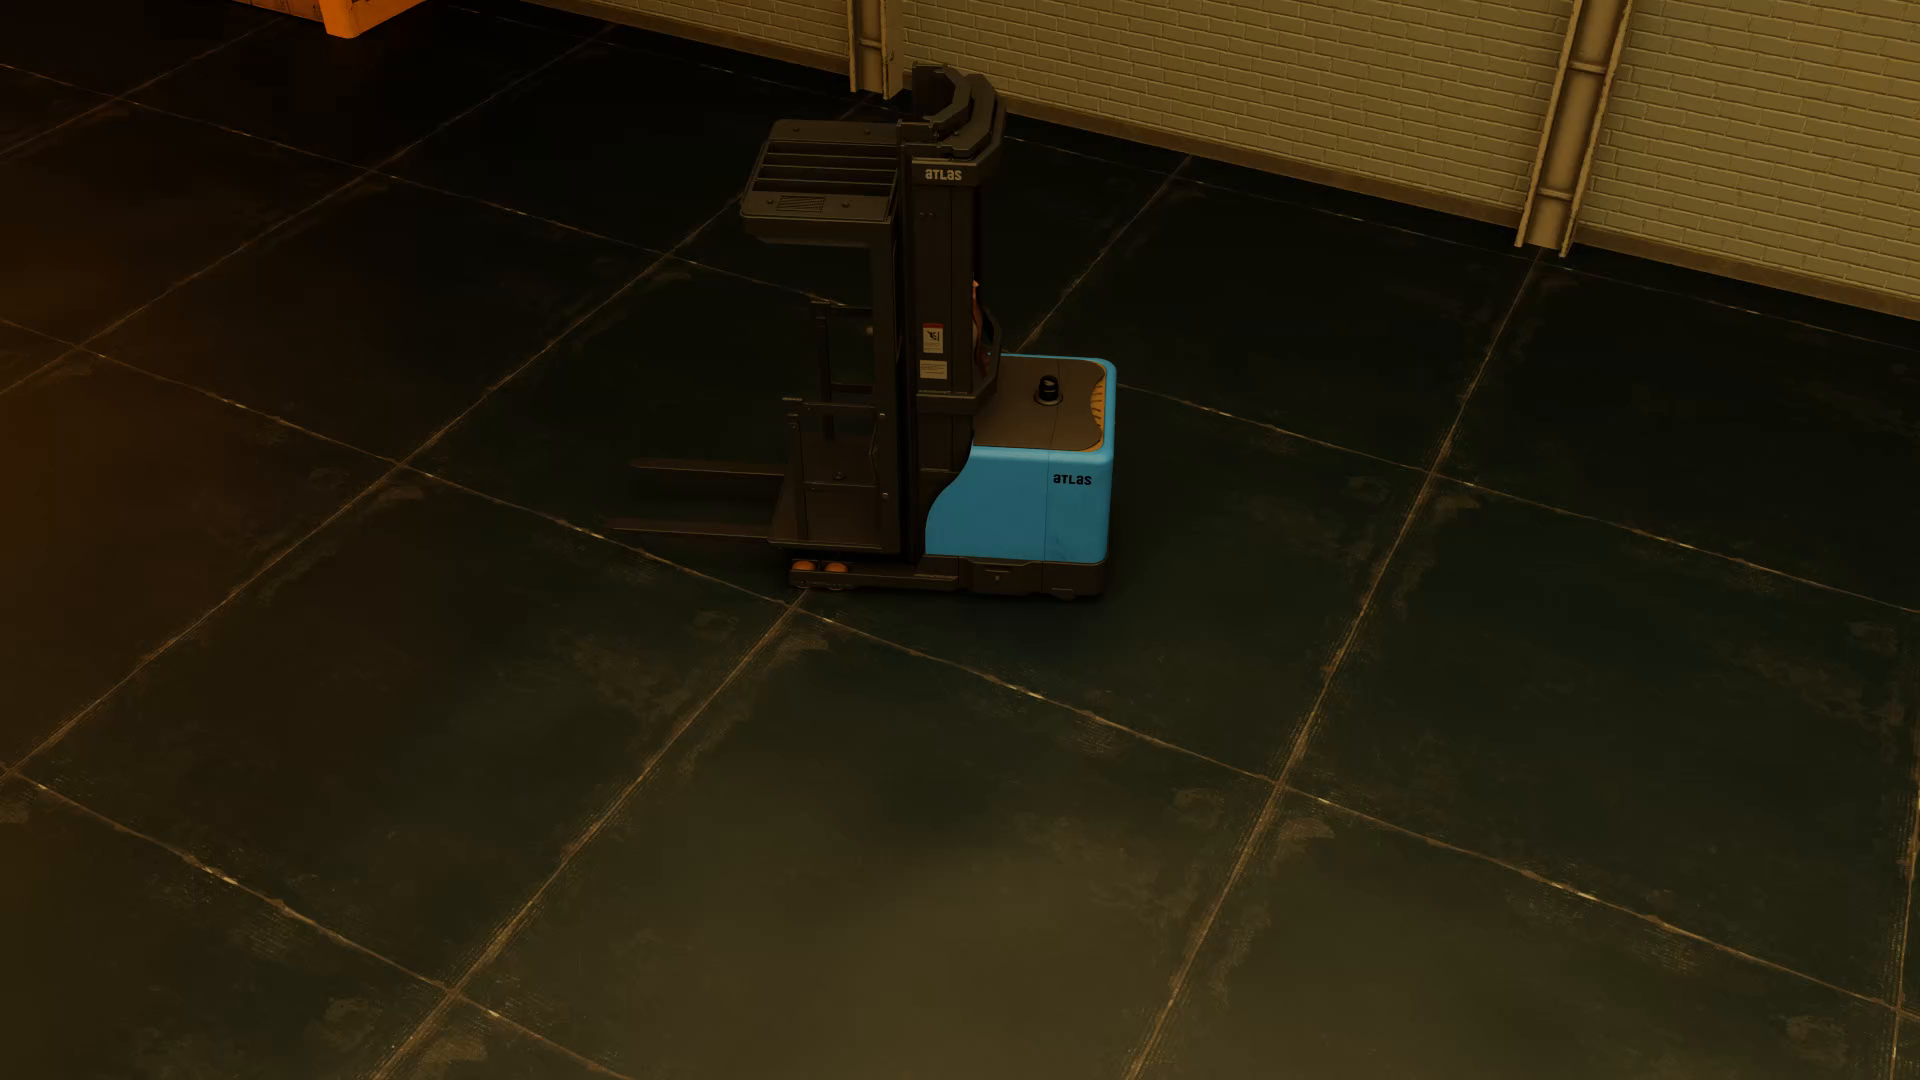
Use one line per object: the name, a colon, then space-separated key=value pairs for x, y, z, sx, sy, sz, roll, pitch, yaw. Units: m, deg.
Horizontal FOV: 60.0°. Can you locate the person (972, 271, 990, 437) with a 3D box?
person: x=0.026 y=-0.824 z=9.544 sx=0.447 sy=1.708 sz=0.692 roll=18 pitch=43 yaw=21

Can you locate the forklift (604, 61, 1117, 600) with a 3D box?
forklift: x=-0.606 y=-1.157 z=9.360 sx=3.031 sy=2.935 sz=1.130 roll=3 pitch=40 yaw=4
